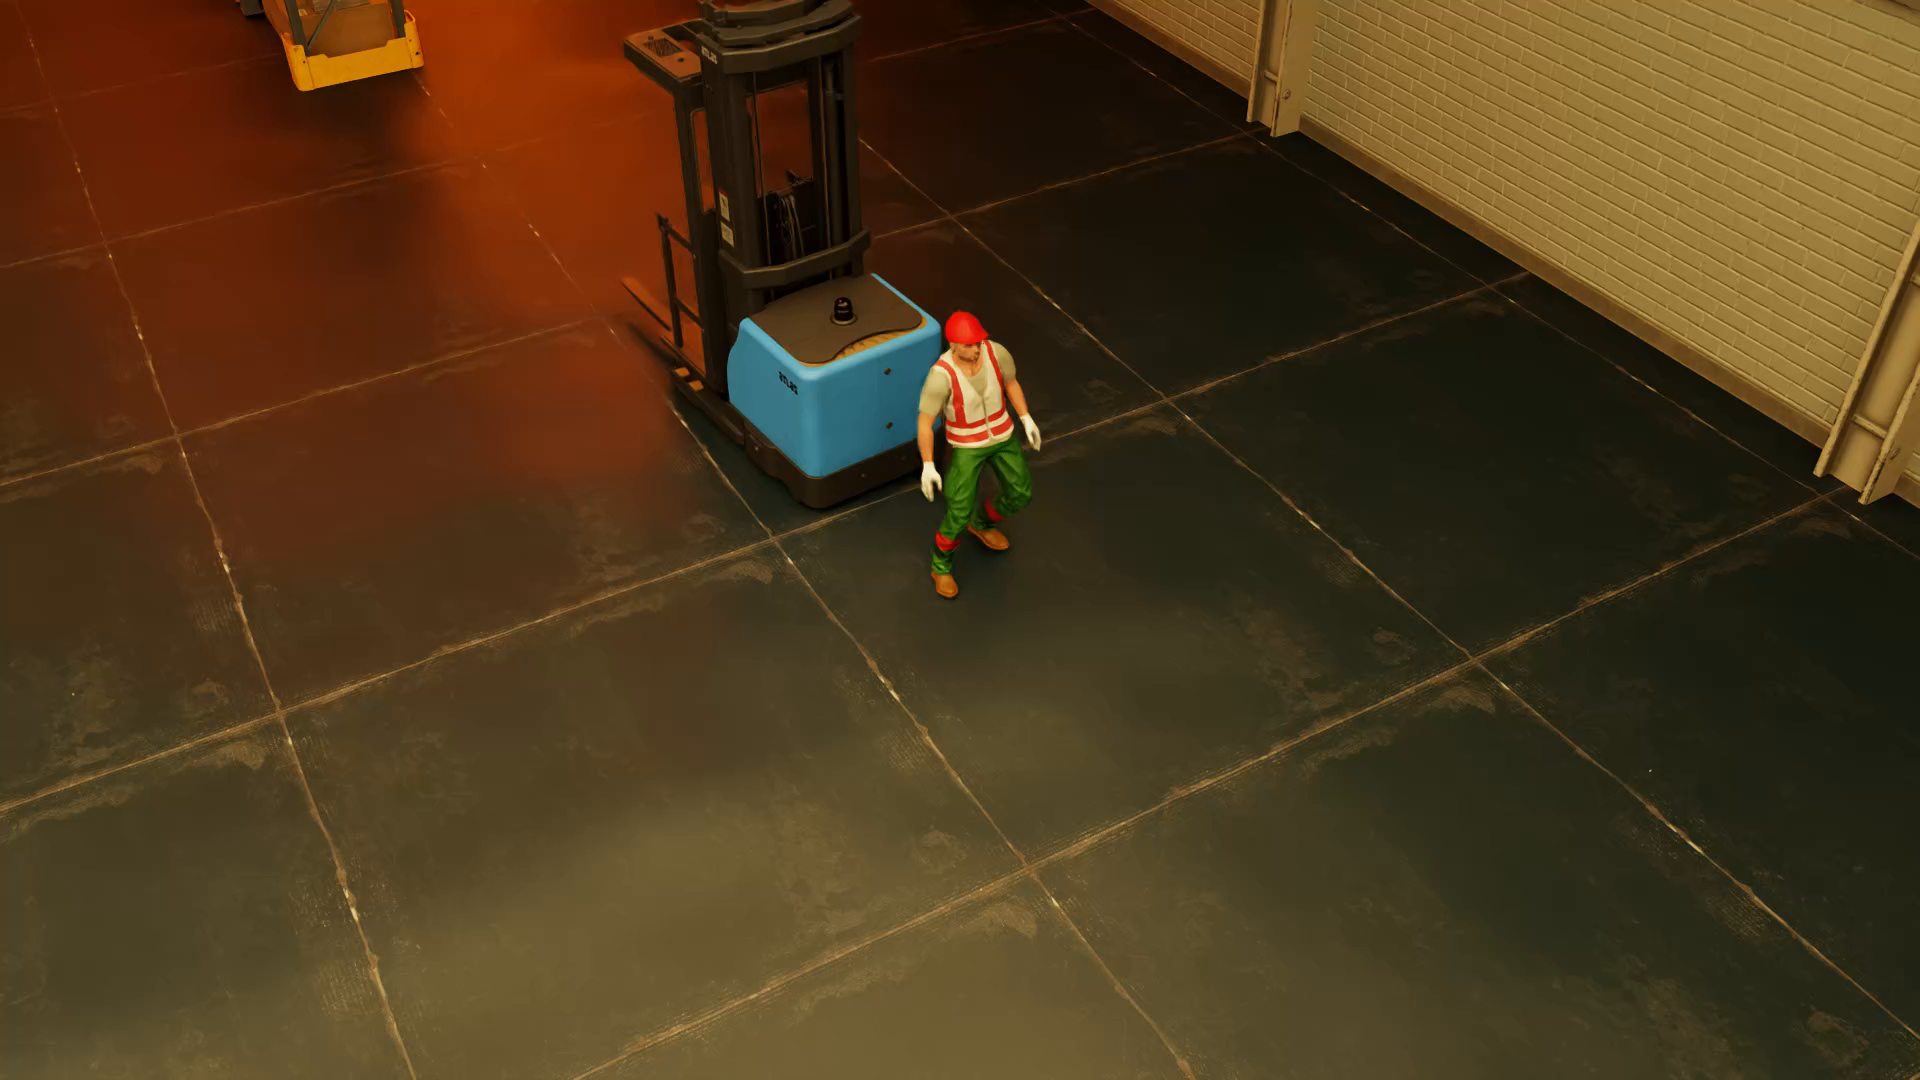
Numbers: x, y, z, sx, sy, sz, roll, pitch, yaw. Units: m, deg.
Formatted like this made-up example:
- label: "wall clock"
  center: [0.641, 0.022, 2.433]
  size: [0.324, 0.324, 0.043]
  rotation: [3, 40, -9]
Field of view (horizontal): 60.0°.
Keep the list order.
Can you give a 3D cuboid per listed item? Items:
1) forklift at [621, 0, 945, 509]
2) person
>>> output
- label: "forklift"
  center: [-1.363, -2.225, 10.718]
  size: [1.130, 2.935, 3.031]
  rotation: [-24, 46, -26]
- label: "person"
  center: [0.078, -0.536, 9.654]
  size: [0.810, 1.700, 0.570]
  rotation: [-19, 43, -22]
